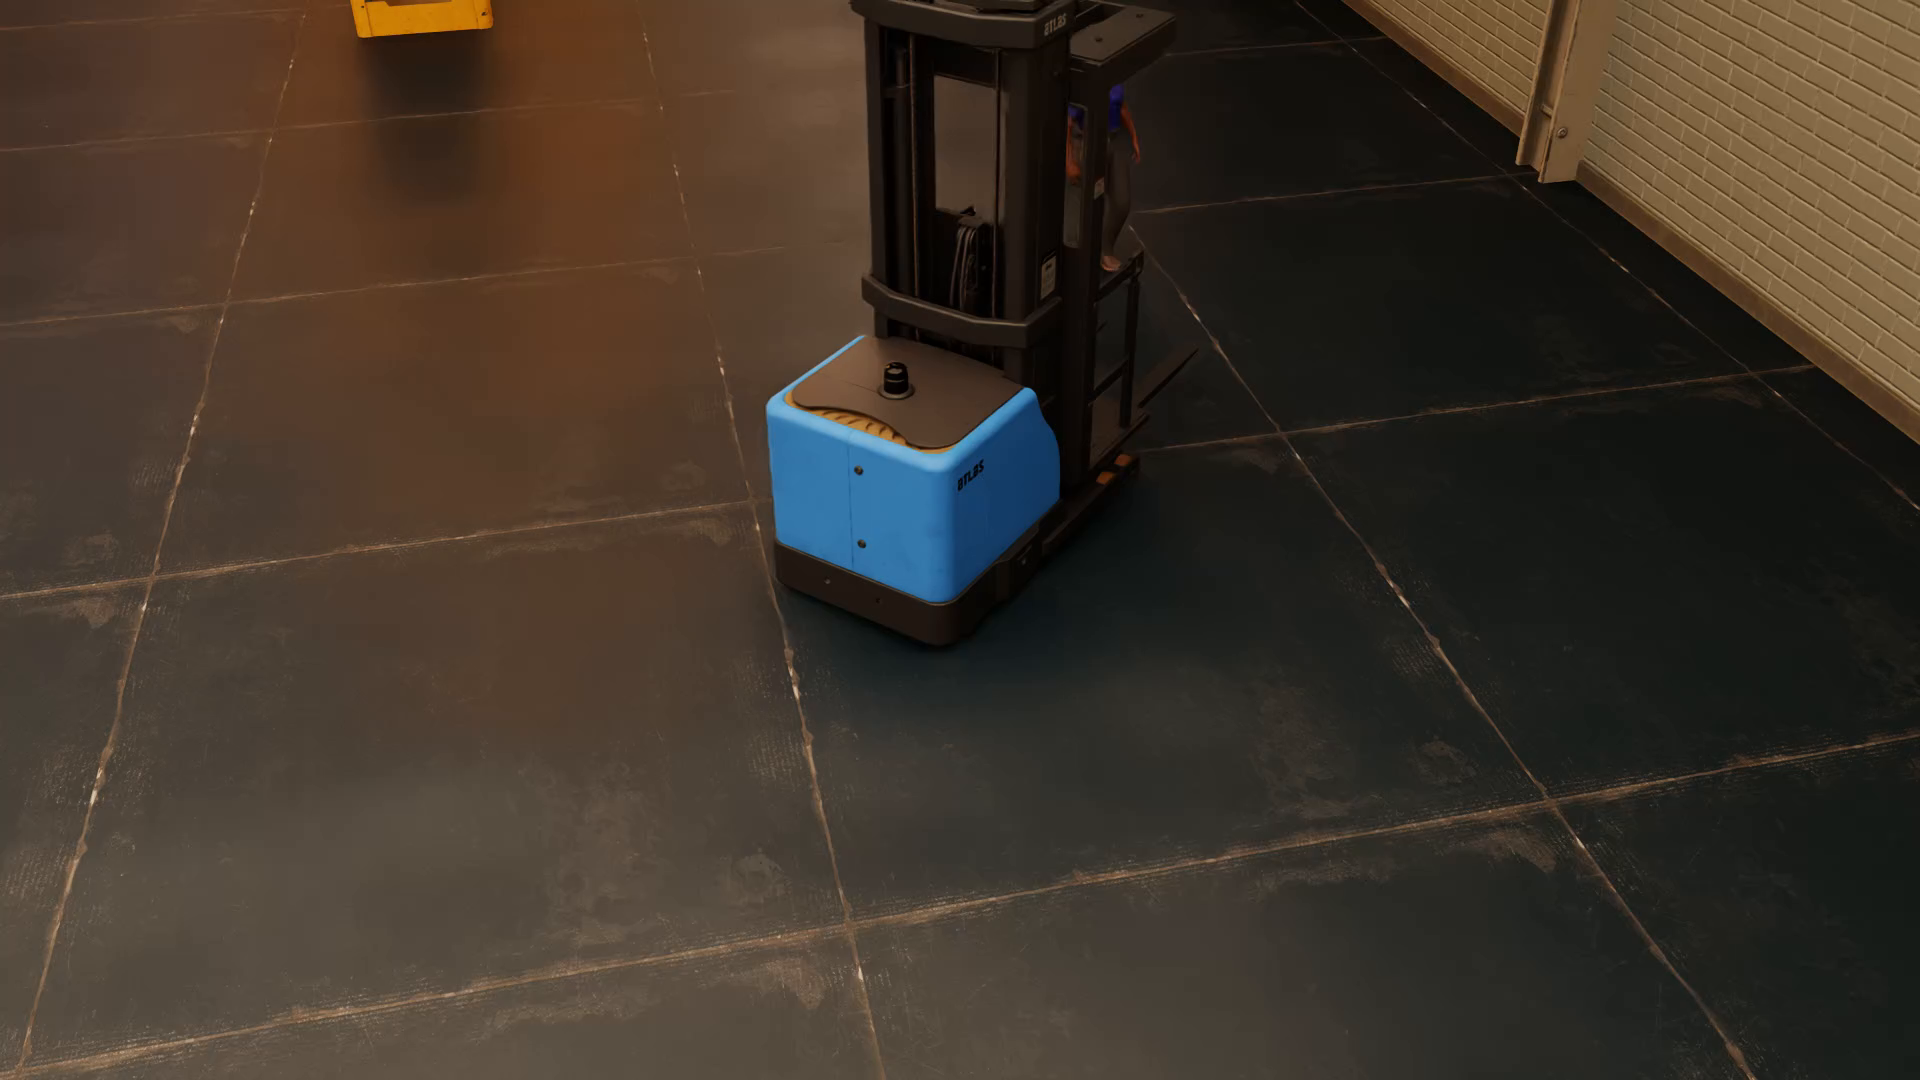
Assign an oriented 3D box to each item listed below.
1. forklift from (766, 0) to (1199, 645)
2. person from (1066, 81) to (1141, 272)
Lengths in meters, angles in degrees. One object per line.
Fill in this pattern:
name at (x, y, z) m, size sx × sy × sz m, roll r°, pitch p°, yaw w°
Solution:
forklift at (0.310, -1.525, 8.169) m, size 1.130 × 2.935 × 3.031 m, roll 21°, pitch 41°, yaw 26°
person at (0.922, -2.433, 10.546) m, size 0.634 × 1.643 × 0.449 m, roll -29°, pitch 45°, yaw -34°
